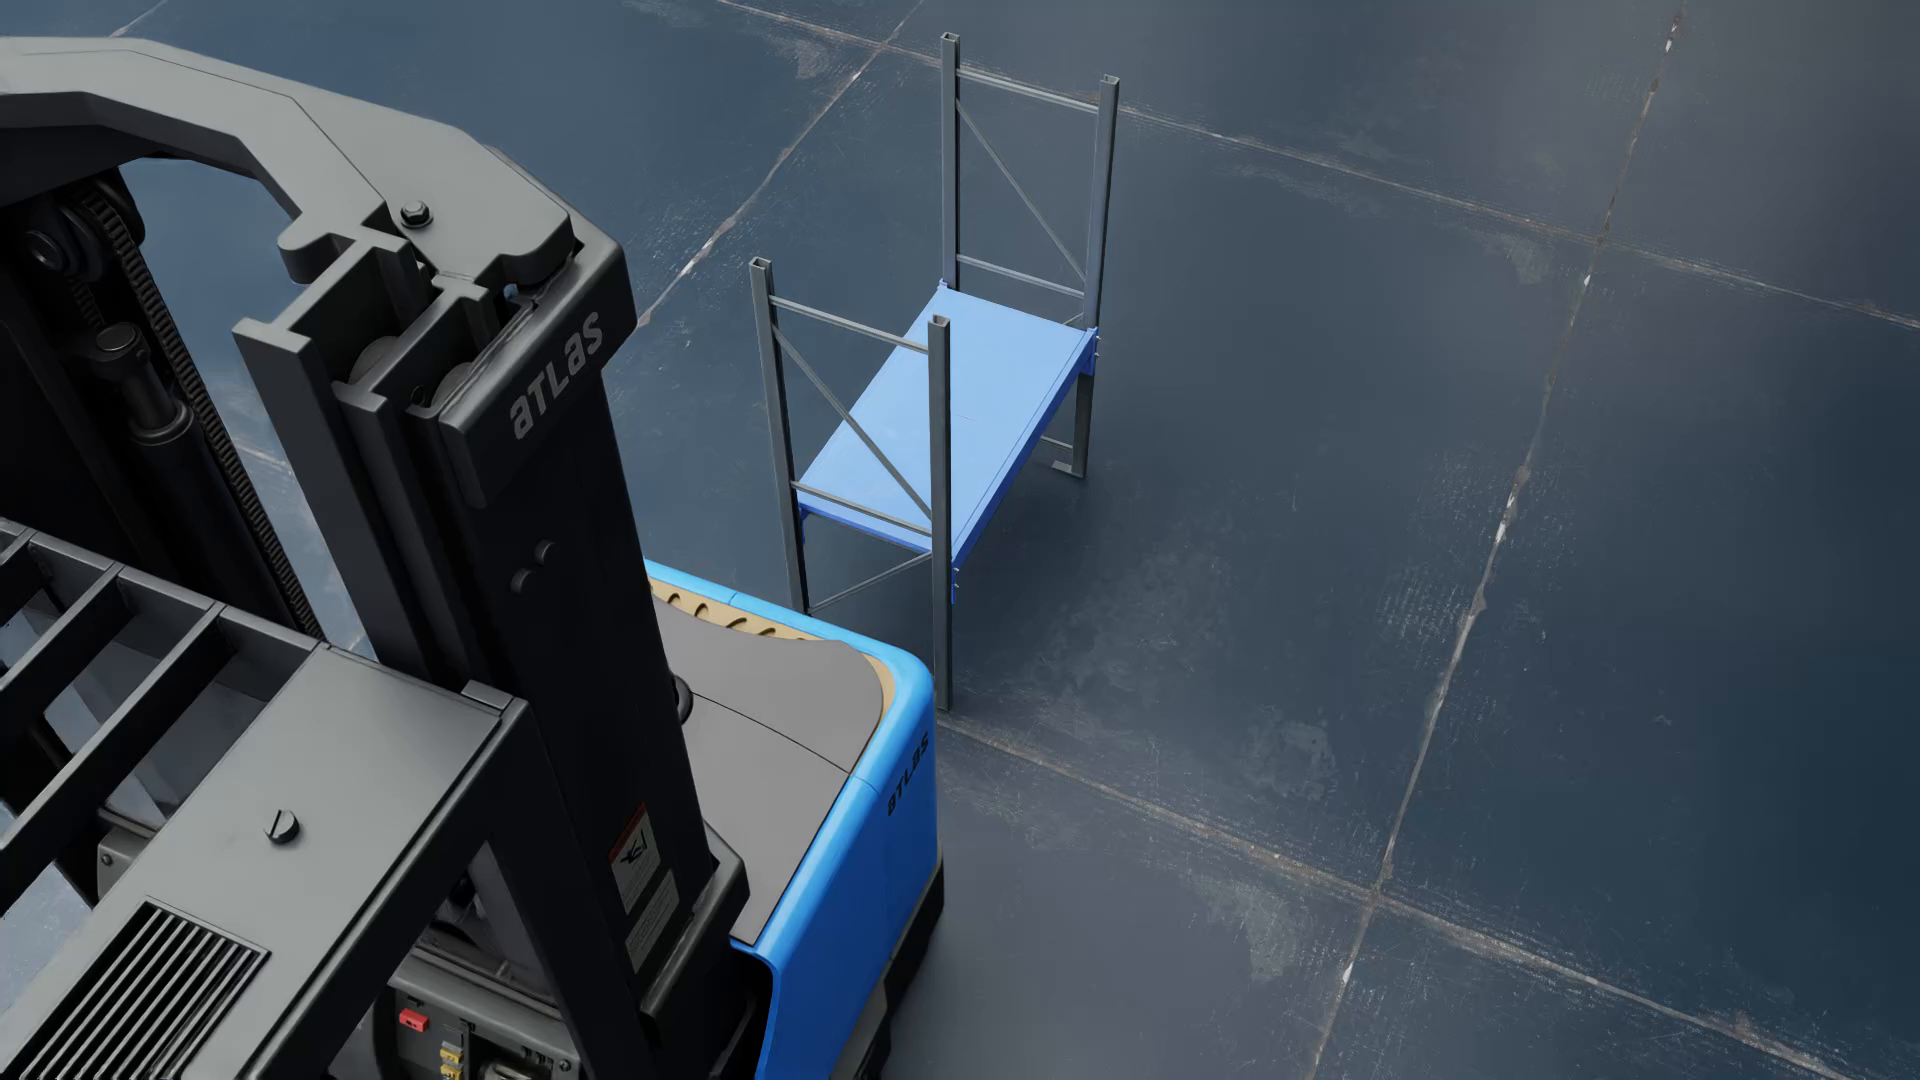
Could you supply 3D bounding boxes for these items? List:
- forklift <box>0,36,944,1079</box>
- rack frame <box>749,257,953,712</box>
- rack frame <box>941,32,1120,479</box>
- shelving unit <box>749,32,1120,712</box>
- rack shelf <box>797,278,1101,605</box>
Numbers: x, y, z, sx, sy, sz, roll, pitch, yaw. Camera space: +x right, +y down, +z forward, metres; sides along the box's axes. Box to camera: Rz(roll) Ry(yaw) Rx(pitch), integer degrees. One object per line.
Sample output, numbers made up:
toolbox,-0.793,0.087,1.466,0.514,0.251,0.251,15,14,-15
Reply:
forklift,-1.092,0.894,2.565,1.130,2.935,3.031,18,52,15
rack frame,-0.254,-0.077,4.331,0.500,1.500,0.032,20,52,16
rack frame,0.181,-0.777,4.927,0.500,1.500,0.032,20,52,16
shelving unit,-0.036,-0.427,4.629,0.538,1.500,1.048,20,52,16
rack shelf,-0.036,-0.311,4.766,0.538,0.185,1.000,20,52,16
